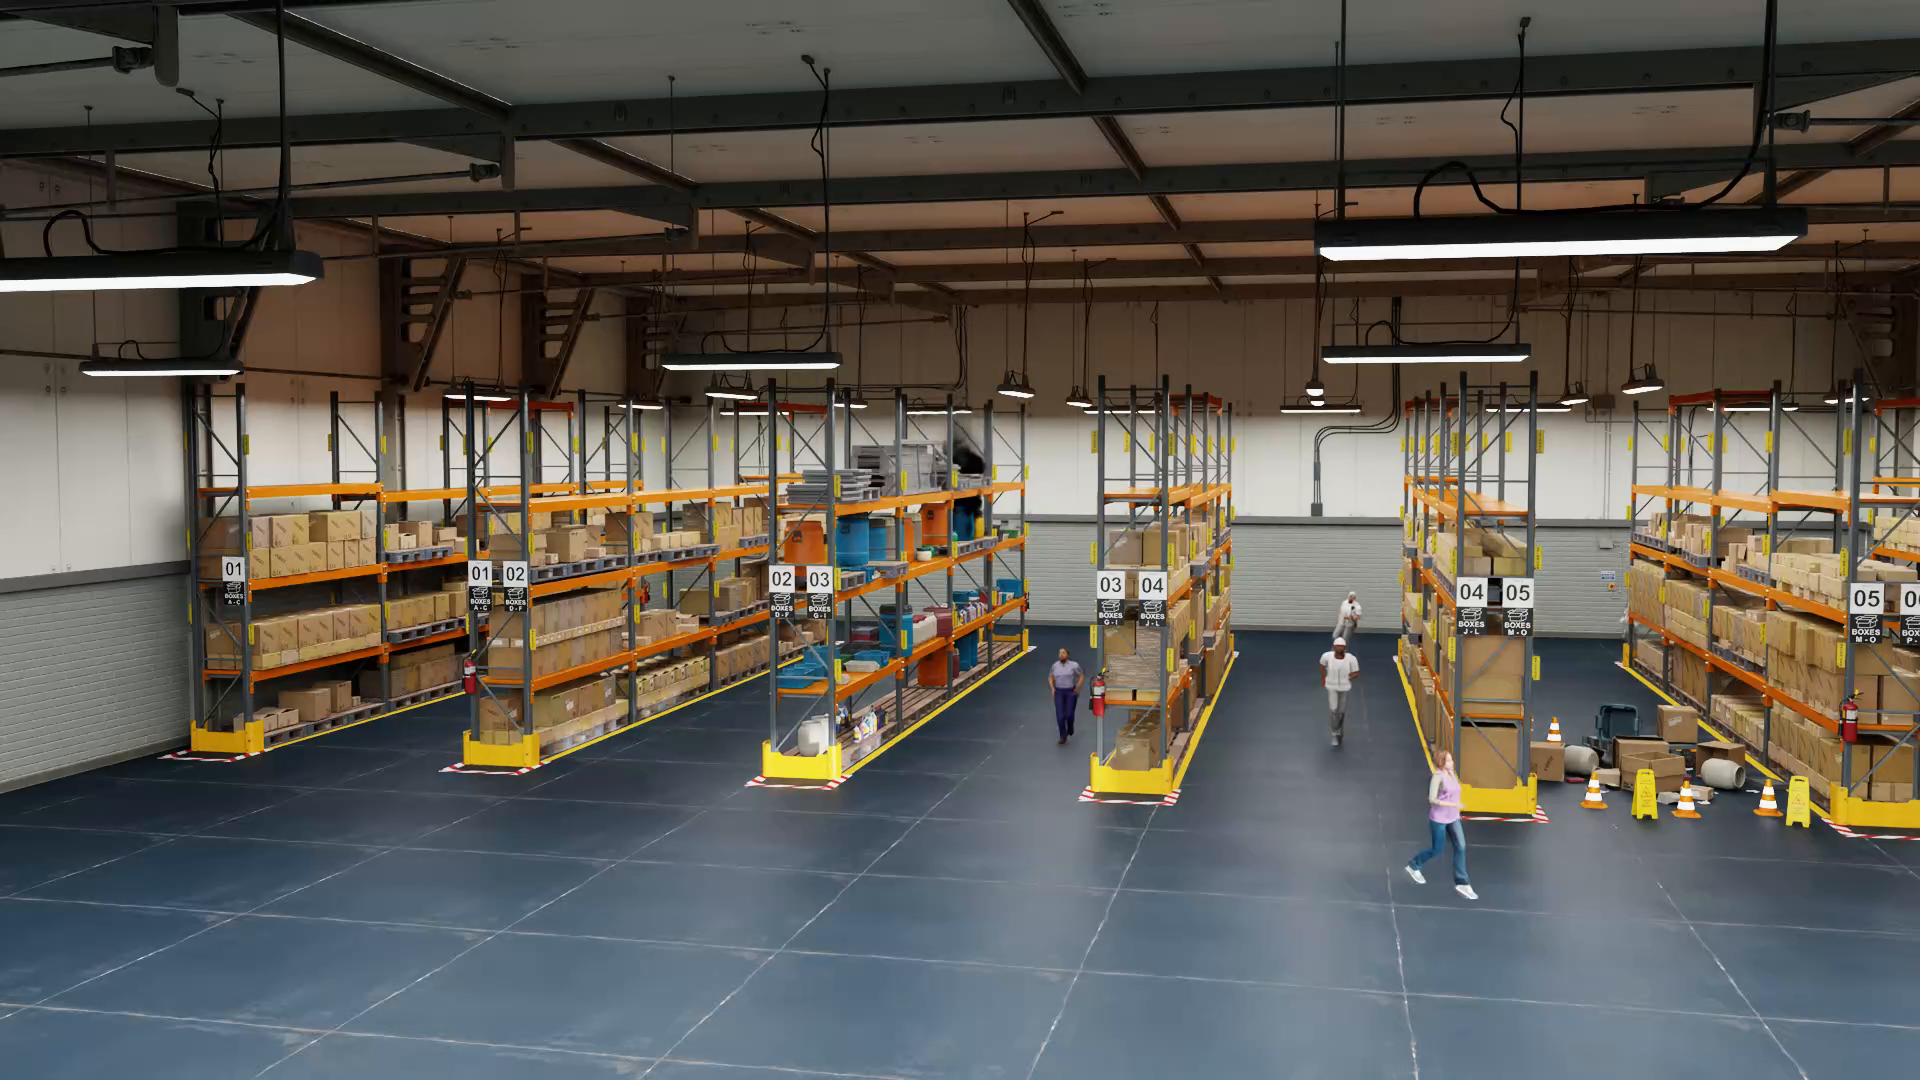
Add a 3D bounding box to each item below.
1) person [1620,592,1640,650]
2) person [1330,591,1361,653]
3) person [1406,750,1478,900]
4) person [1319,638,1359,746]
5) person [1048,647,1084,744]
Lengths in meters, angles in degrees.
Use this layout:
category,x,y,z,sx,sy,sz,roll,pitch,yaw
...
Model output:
category,x,y,z,sx,sy,sz,roll,pitch,yaw
person,15.654,1.967,38.769,0.513,1.641,0.648,2,4,34
person,9.016,1.990,38.980,0.818,1.610,0.619,2,4,35
person,5.377,3.137,18.531,0.550,1.614,0.860,-3,4,-39
person,6.386,2.527,27.990,0.616,1.807,0.893,0,3,4
person,1.774,2.610,27.977,0.605,1.616,0.535,1,3,15
